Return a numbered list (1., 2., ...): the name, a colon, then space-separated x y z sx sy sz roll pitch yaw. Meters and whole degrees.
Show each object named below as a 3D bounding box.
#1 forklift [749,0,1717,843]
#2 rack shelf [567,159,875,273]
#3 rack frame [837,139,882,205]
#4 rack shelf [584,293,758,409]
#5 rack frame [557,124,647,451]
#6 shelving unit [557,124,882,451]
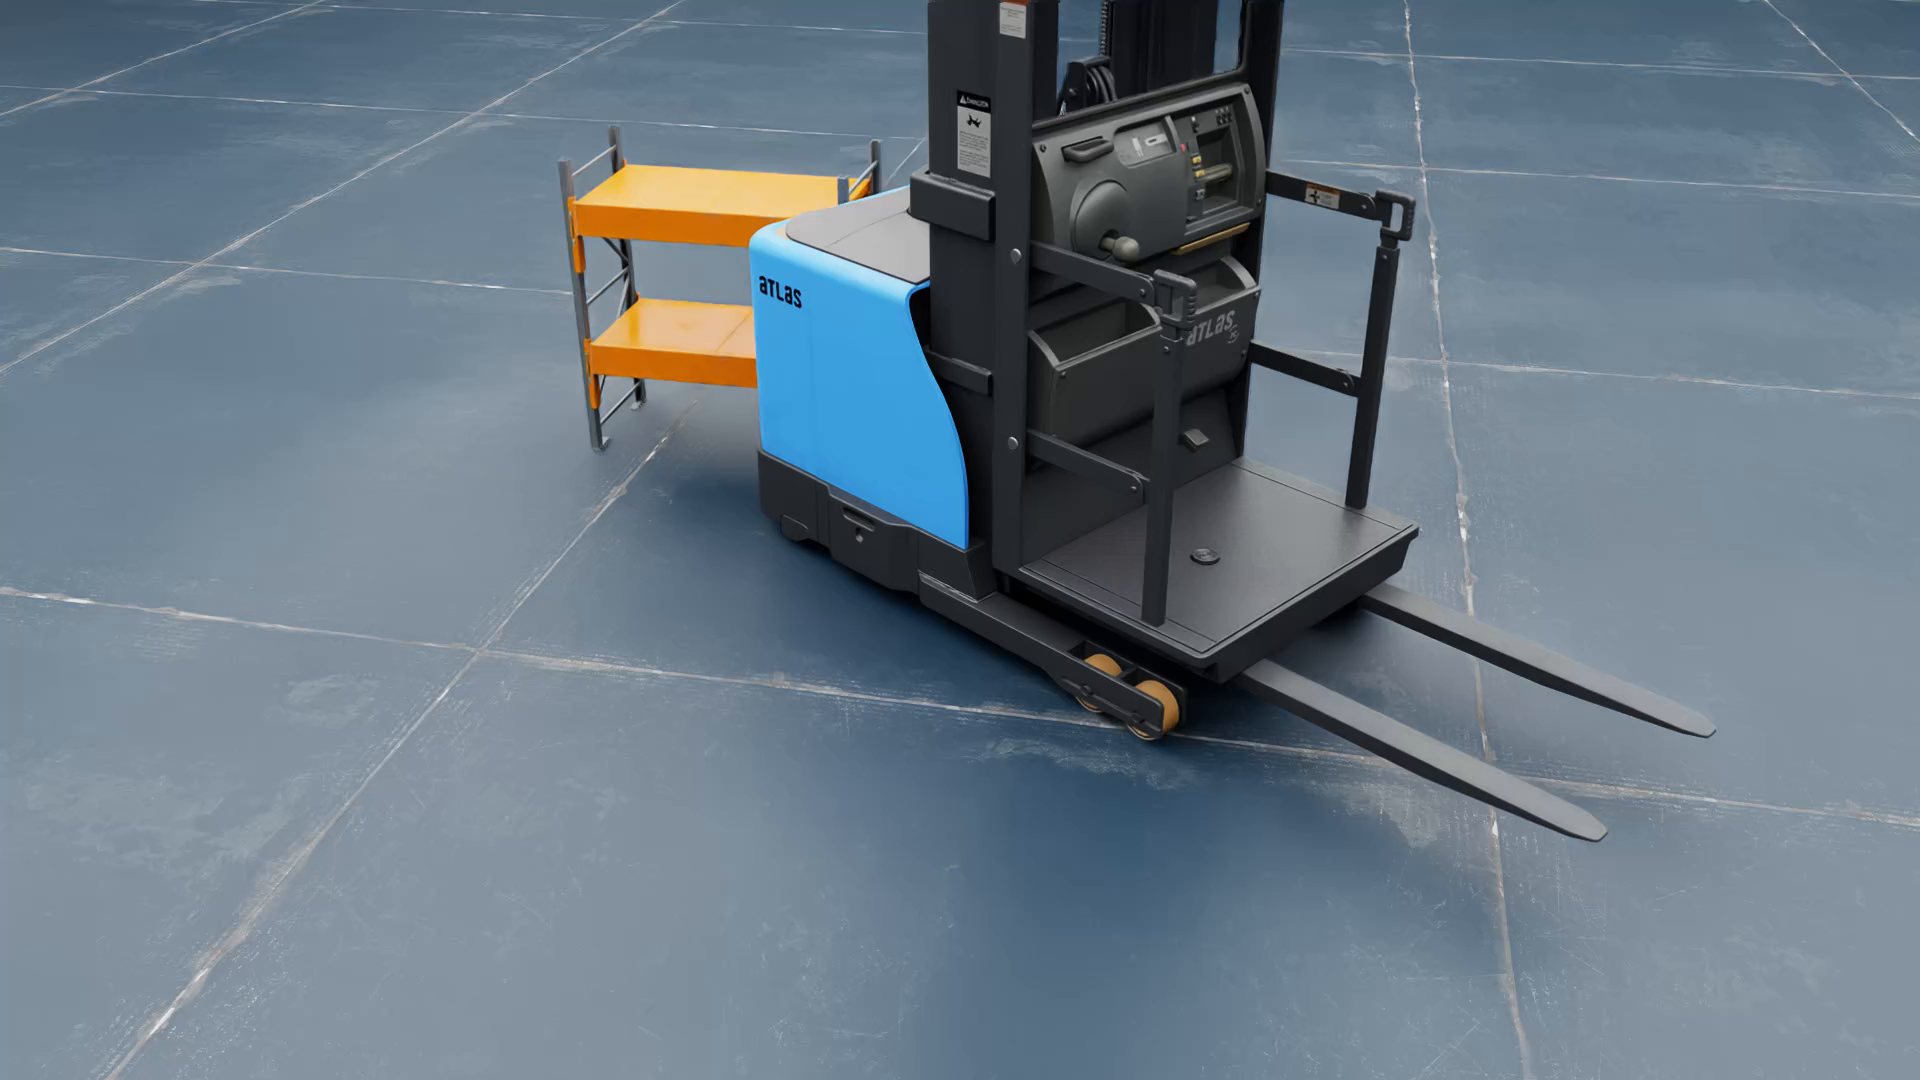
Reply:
1. forklift: 0.697 -1.000 4.524 1.130 2.935 3.031 -25 38 -38
2. rack shelf: -0.851 -1.161 6.089 1.000 0.278 0.538 6 29 10
3. rack frame: -0.354 -0.854 6.138 0.032 1.125 0.500 6 29 10
4. rack shelf: -0.851 -0.690 6.347 1.000 0.278 0.538 6 29 10
5. rack frame: -1.348 -0.954 6.322 0.032 1.125 0.500 6 29 10
6. shelving unit: -0.851 -0.904 6.230 1.048 1.125 0.538 6 29 10
